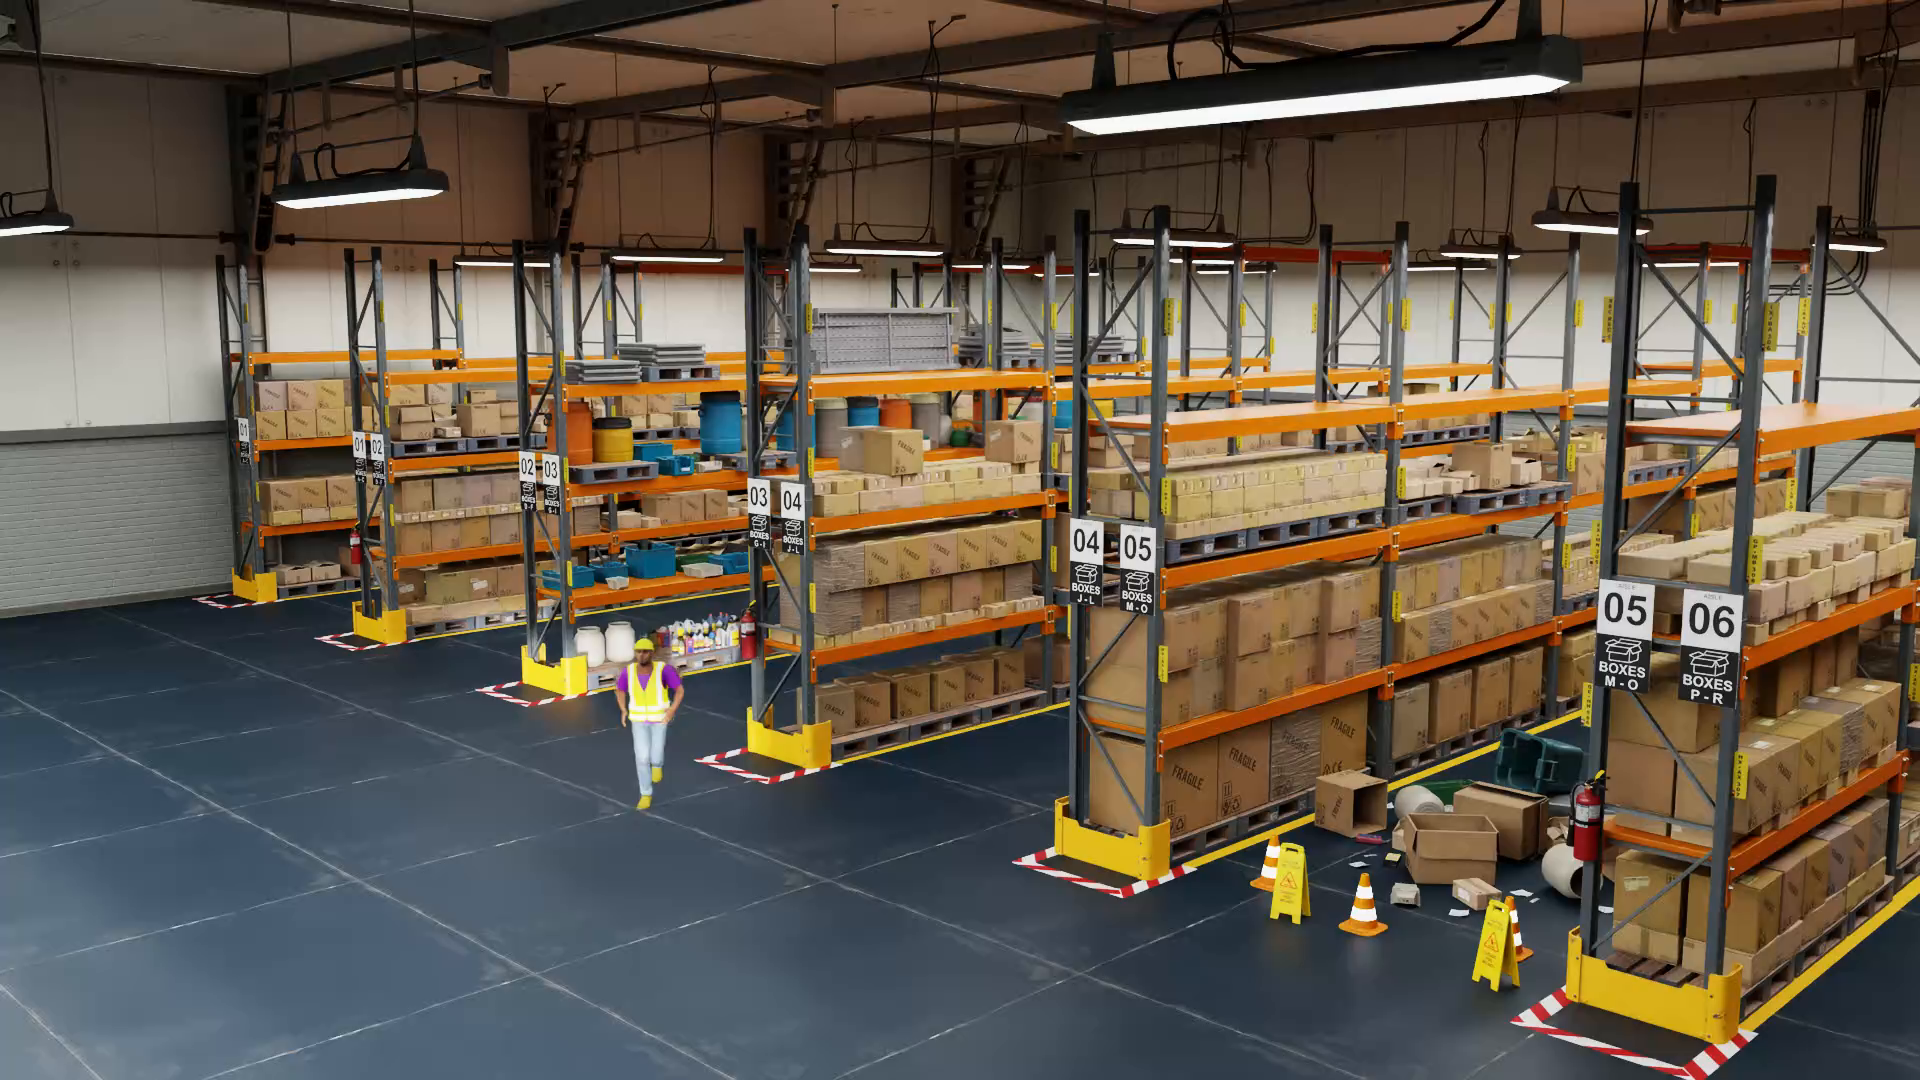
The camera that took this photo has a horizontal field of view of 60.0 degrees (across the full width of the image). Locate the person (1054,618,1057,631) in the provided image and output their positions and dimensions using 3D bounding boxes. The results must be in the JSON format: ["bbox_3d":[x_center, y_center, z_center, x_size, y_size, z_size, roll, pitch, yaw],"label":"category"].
[{"bbox_3d":[1.499,0.542,24.772,0.783,1.717,0.584,-7,11,-42],"label":"person"}]

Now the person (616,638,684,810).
[{"bbox_3d":[-3.228,1.866,17.366,0.705,1.760,0.723,0,8,-2],"label":"person"}]
